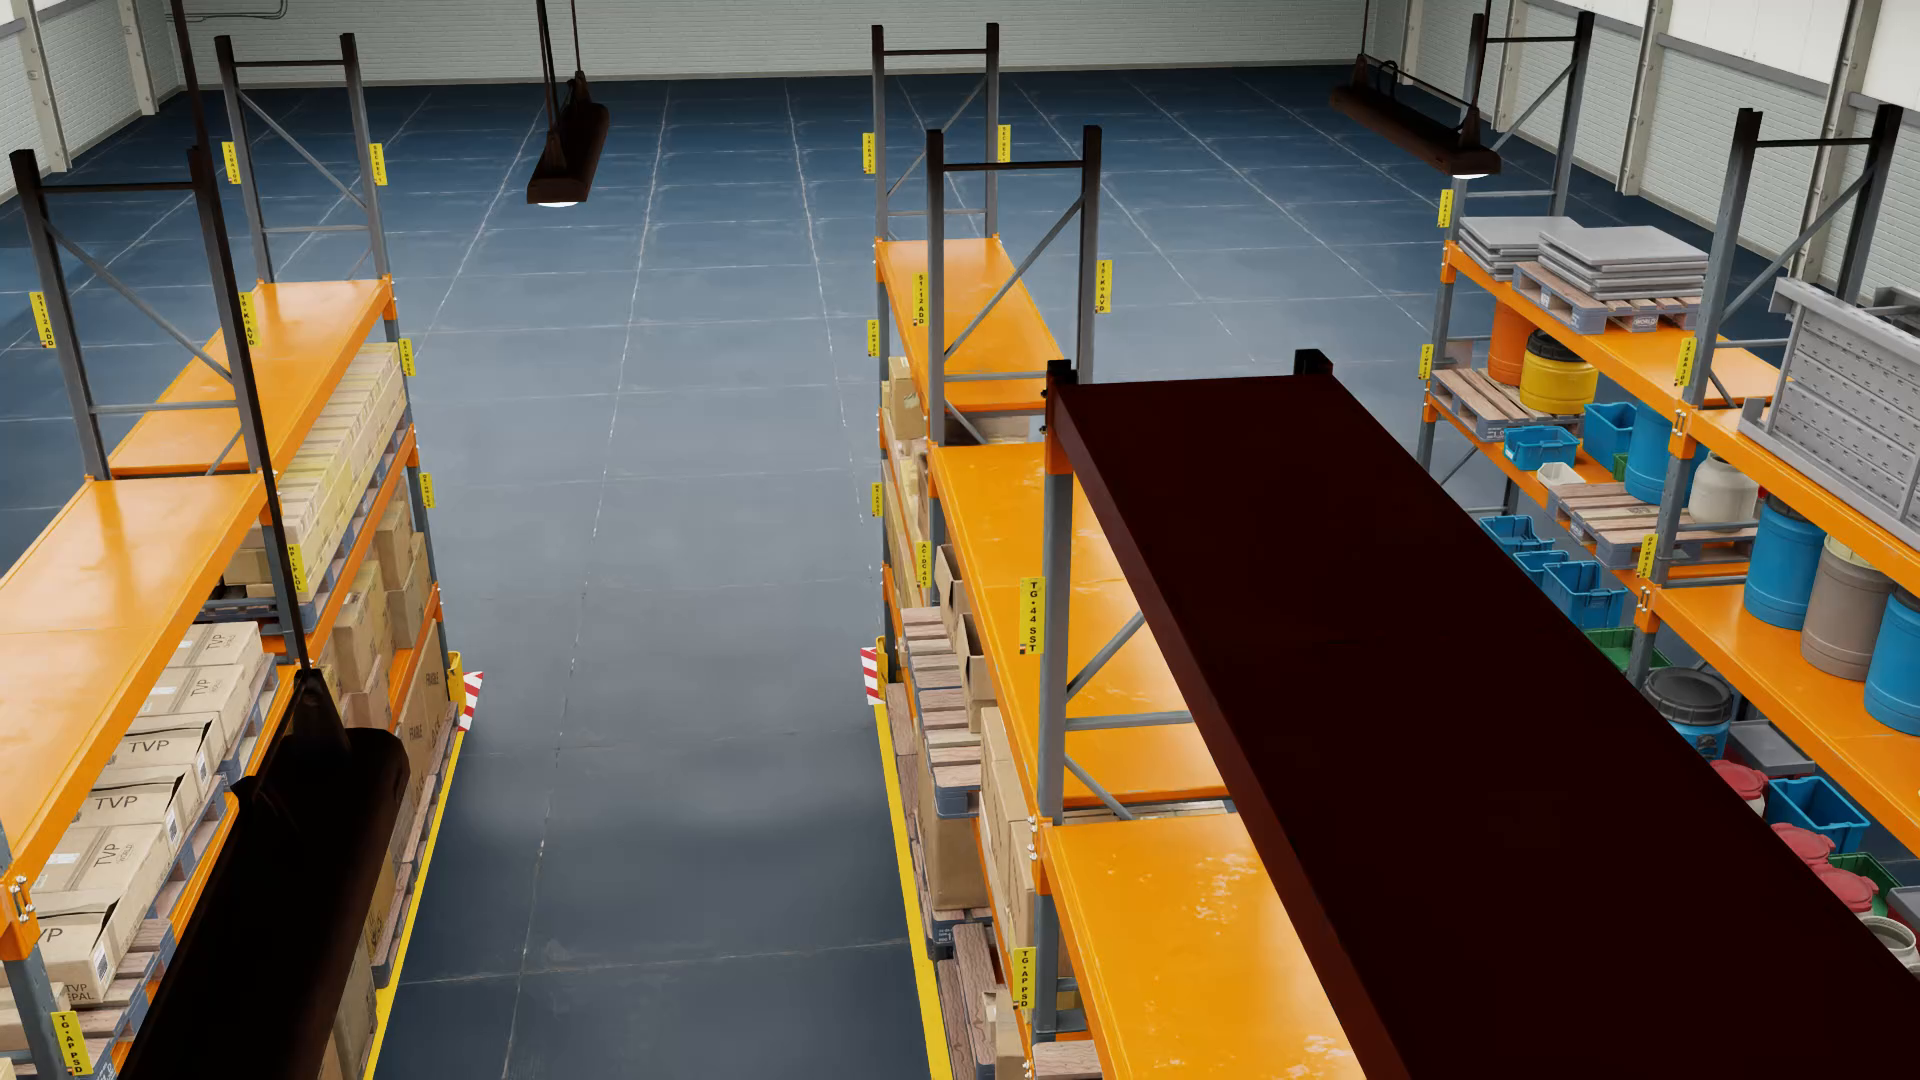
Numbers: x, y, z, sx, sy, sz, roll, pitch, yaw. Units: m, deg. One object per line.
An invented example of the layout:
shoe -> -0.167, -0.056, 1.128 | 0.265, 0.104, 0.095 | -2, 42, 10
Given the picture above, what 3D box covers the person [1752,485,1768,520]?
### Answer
person -> 8.325, -0.328, 17.187 | 0.904, 1.700, 0.563 | -21, 33, -37
